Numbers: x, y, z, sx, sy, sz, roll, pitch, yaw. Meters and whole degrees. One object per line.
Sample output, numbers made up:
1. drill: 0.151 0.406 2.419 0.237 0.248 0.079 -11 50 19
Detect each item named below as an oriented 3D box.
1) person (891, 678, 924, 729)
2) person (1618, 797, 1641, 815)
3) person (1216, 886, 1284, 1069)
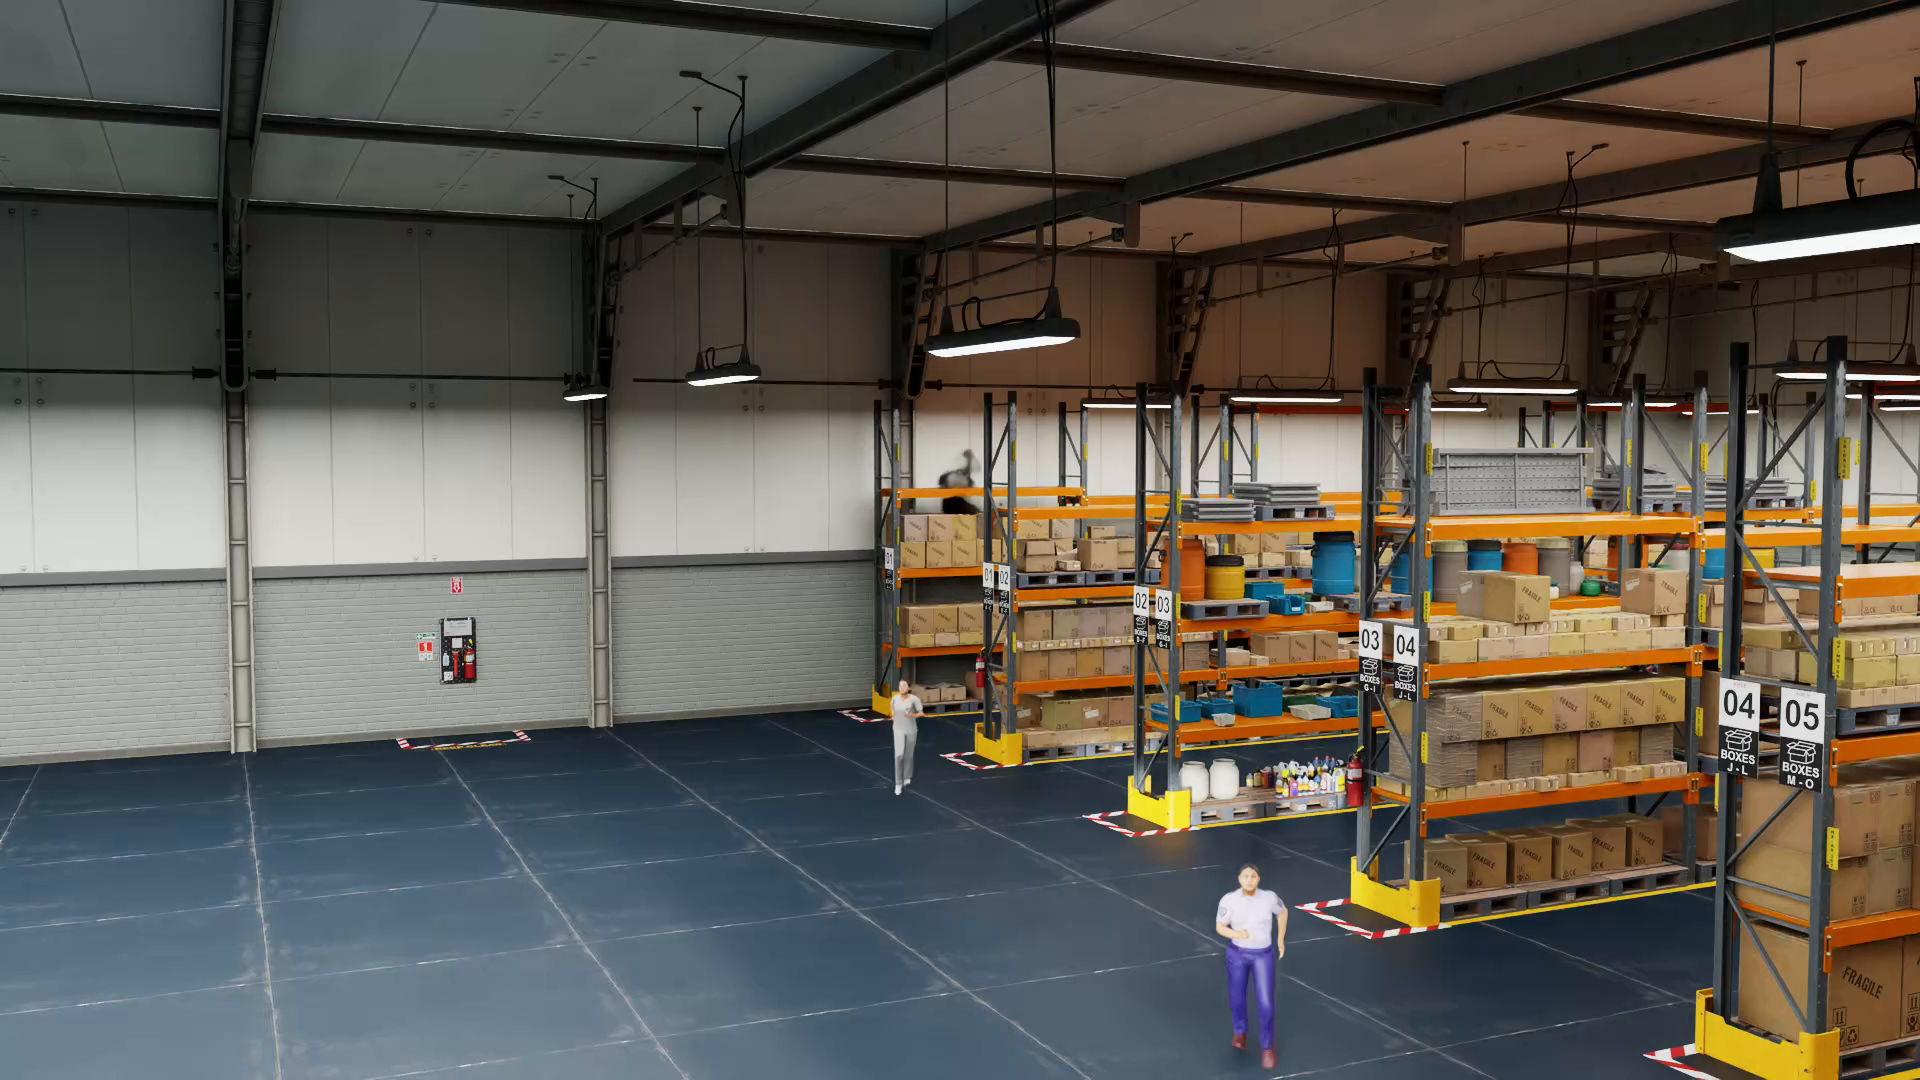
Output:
1. person: -0.805 2.457 24.624 0.525 0.792 0.594 0 3 6
2. person: 8.898 2.987 22.252 0.717 1.845 0.640 -2 4 -29
3. person: 2.439 3.638 14.000 0.561 1.510 0.552 1 3 11
